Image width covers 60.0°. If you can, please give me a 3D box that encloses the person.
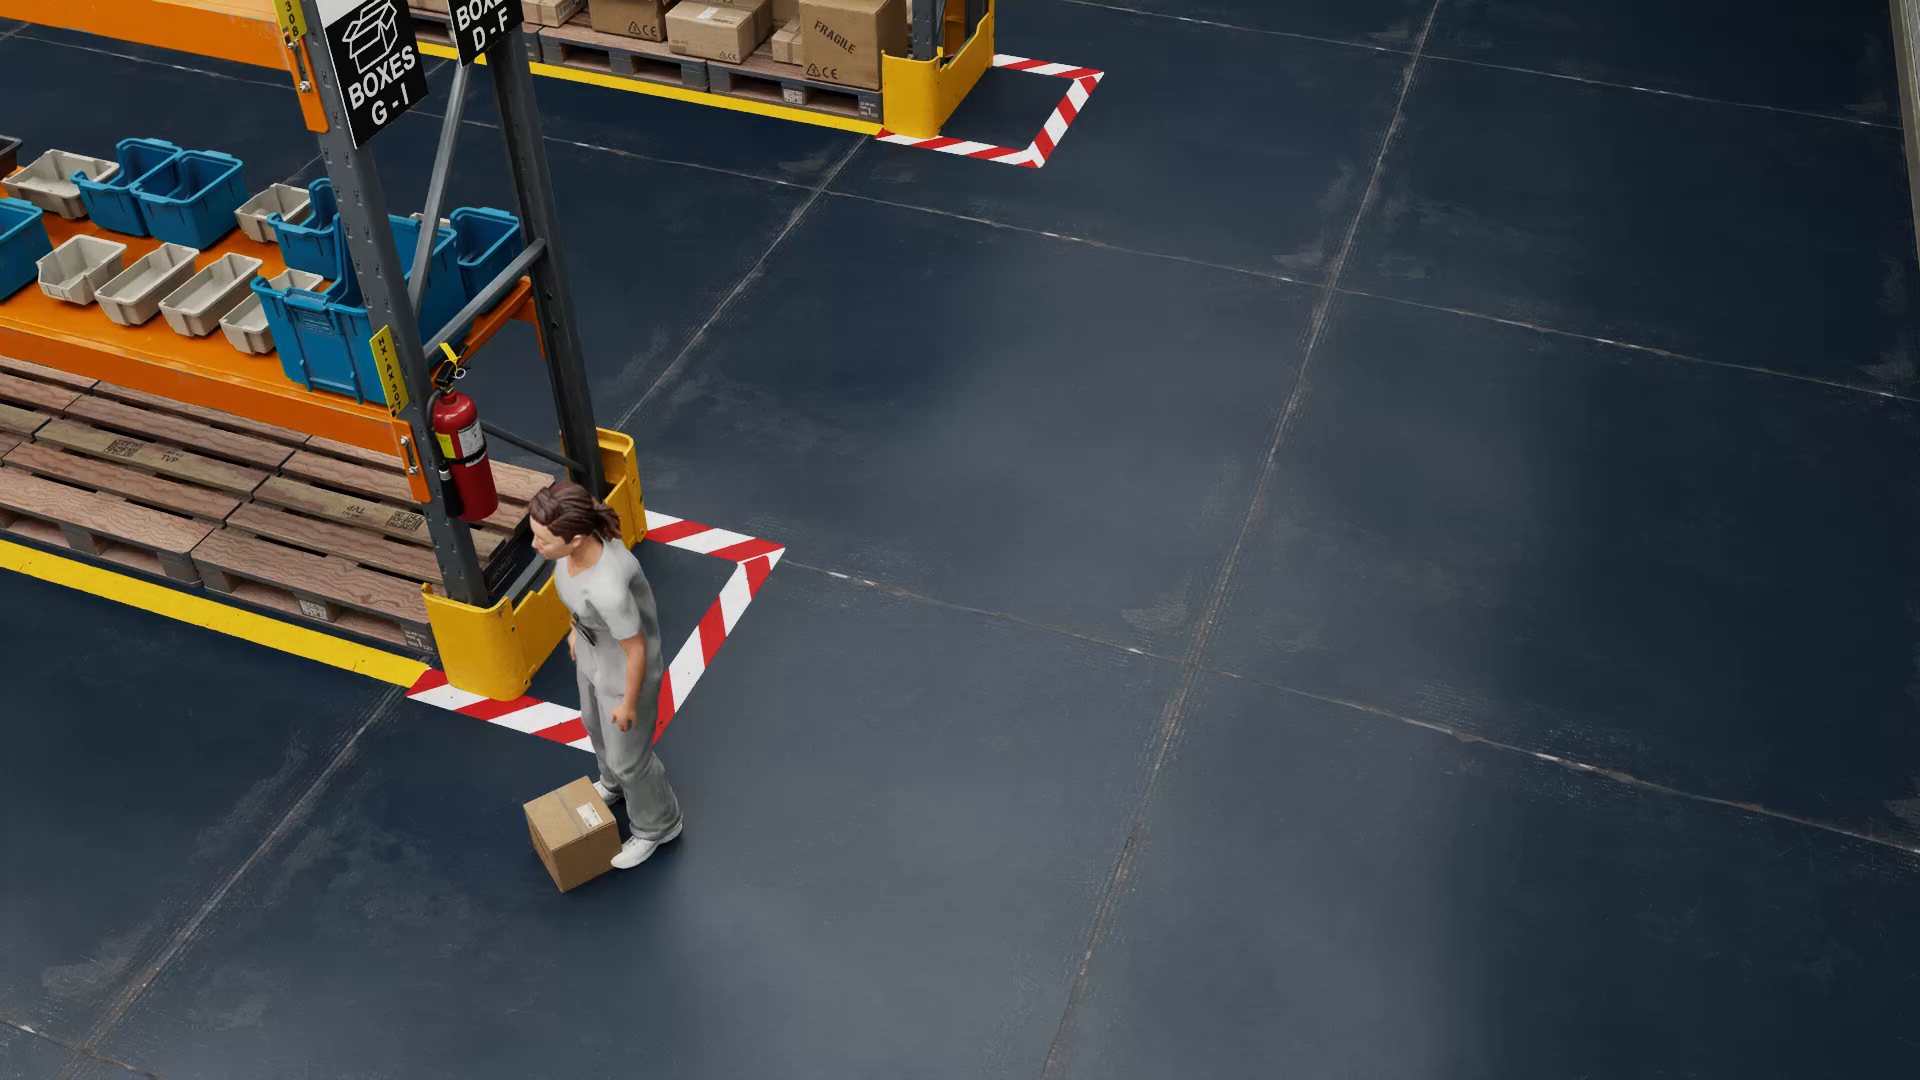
[{"bbox_3d":[-1.196,0.439,5.667,0.360,1.672,0.485,-23,47,-24],"label":"person"}]
